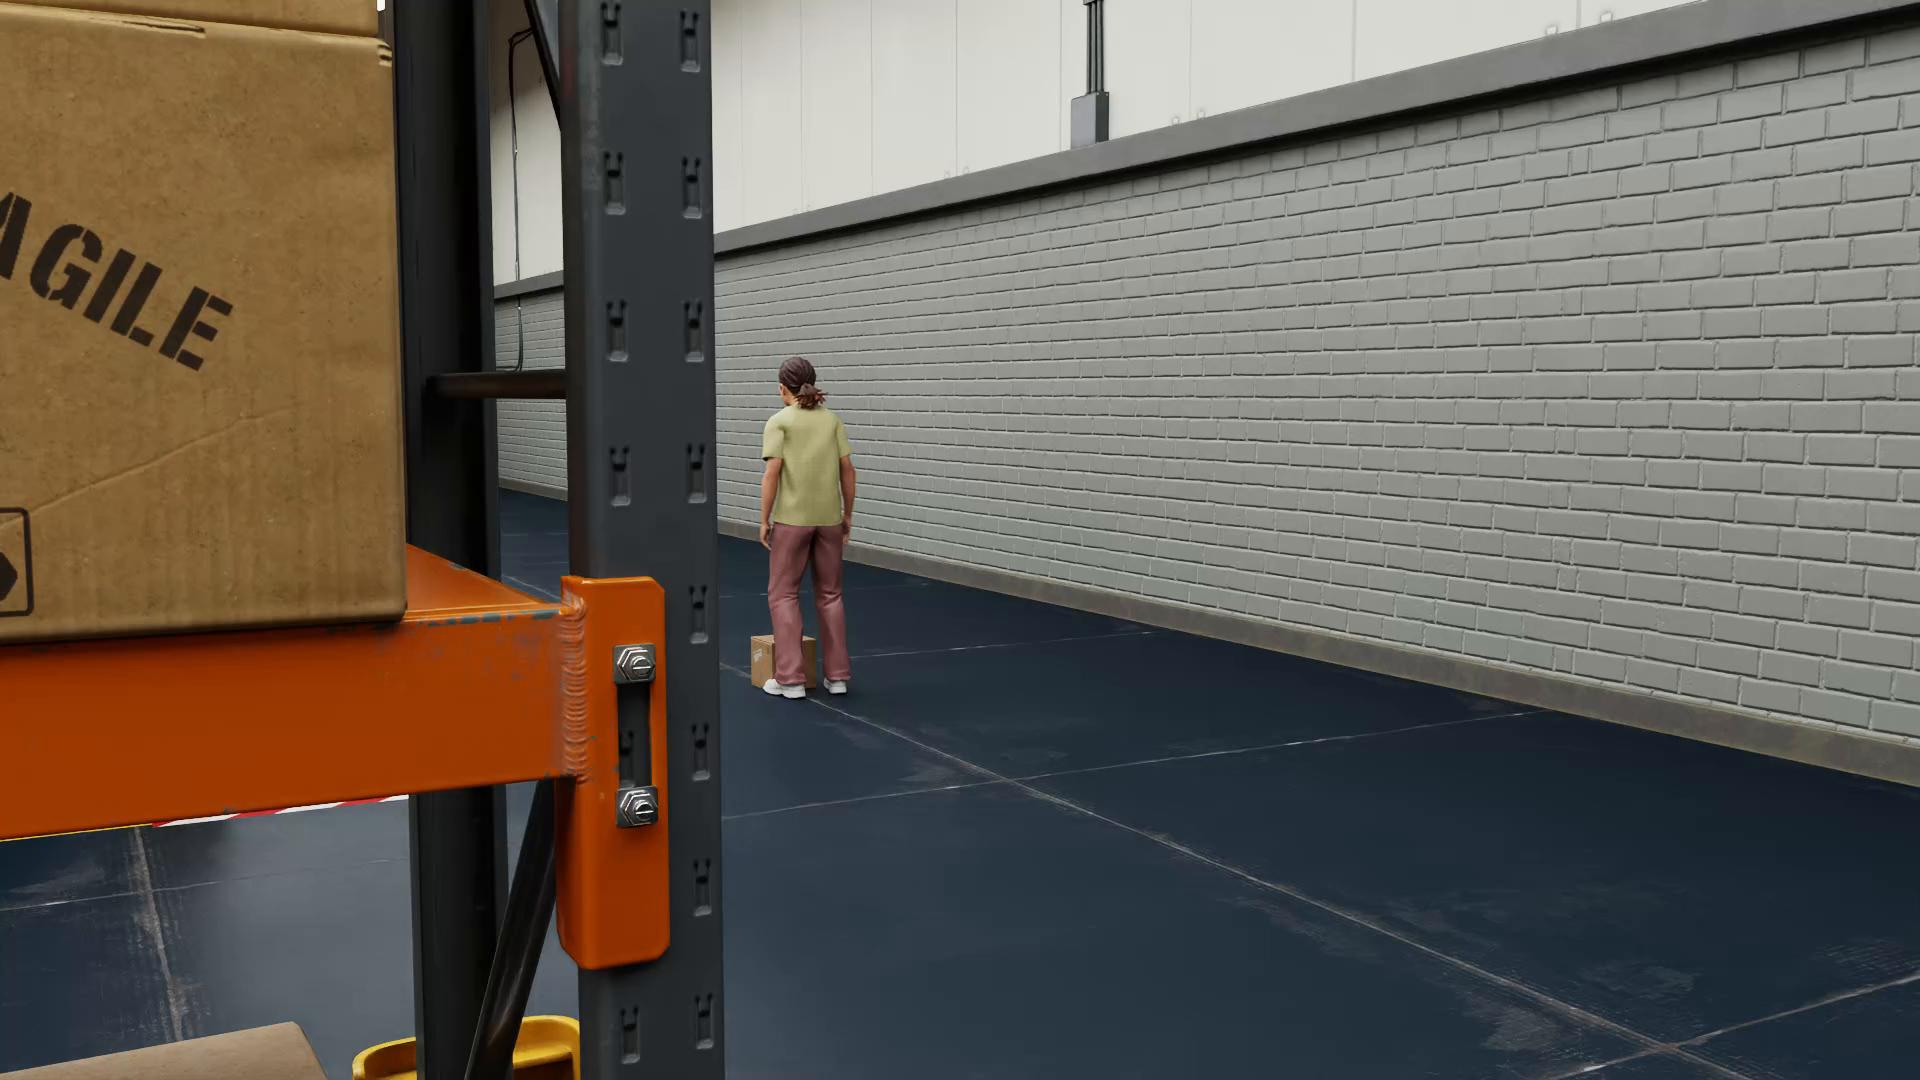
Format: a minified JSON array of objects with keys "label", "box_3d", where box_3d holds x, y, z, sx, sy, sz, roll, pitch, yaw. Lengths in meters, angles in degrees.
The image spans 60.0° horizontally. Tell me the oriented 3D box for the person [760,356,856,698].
[{"label":"person","box_3d":[-0.765,-0.066,8.208,0.497,1.672,0.360,-3,6,-29]}]
